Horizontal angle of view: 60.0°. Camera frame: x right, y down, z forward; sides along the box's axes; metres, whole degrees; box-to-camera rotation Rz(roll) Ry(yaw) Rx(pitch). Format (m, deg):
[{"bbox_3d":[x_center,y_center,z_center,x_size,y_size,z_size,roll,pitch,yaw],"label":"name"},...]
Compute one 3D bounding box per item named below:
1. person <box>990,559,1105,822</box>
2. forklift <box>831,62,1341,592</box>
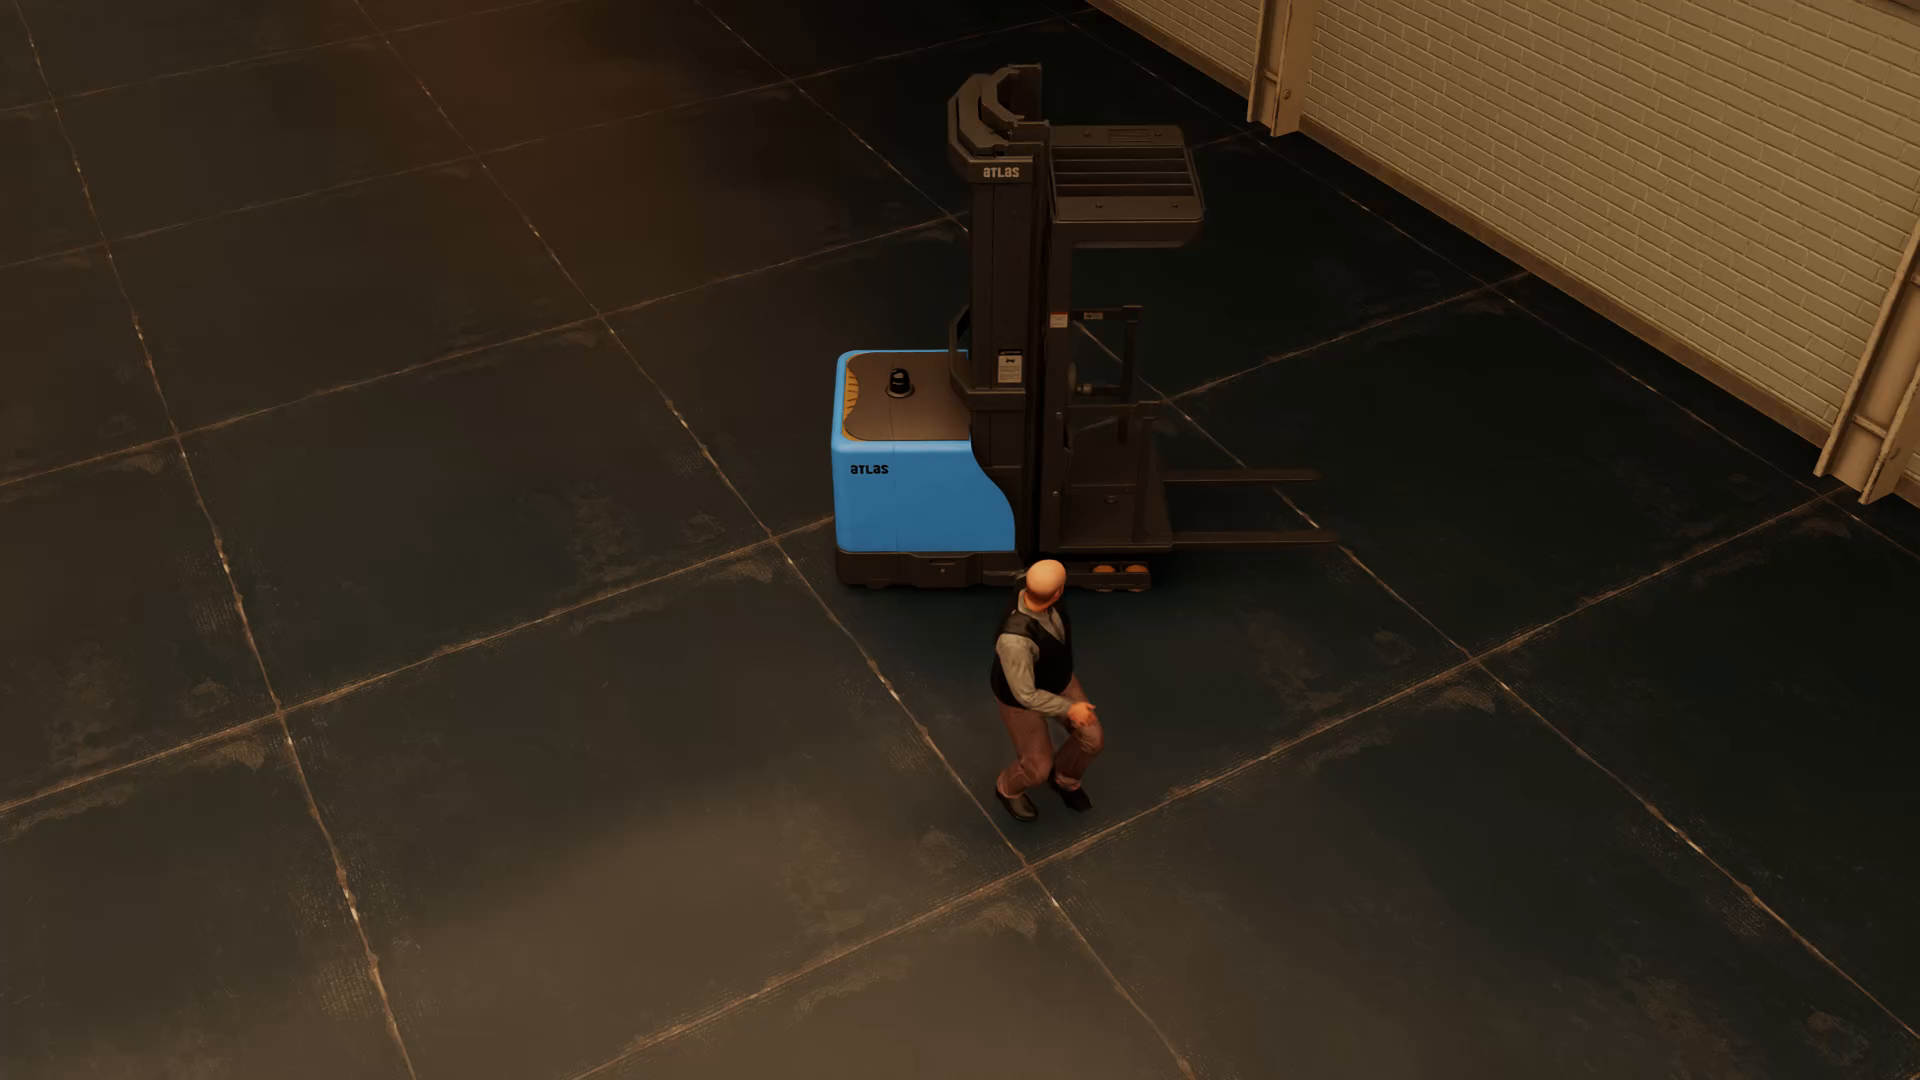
[{"bbox_3d":[0.380,0.743,8.178,0.746,1.701,0.655,28,47,30],"label":"person"},{"bbox_3d":[0.767,-1.156,9.430,3.031,2.935,1.130,-1,40,-1],"label":"forklift"}]
